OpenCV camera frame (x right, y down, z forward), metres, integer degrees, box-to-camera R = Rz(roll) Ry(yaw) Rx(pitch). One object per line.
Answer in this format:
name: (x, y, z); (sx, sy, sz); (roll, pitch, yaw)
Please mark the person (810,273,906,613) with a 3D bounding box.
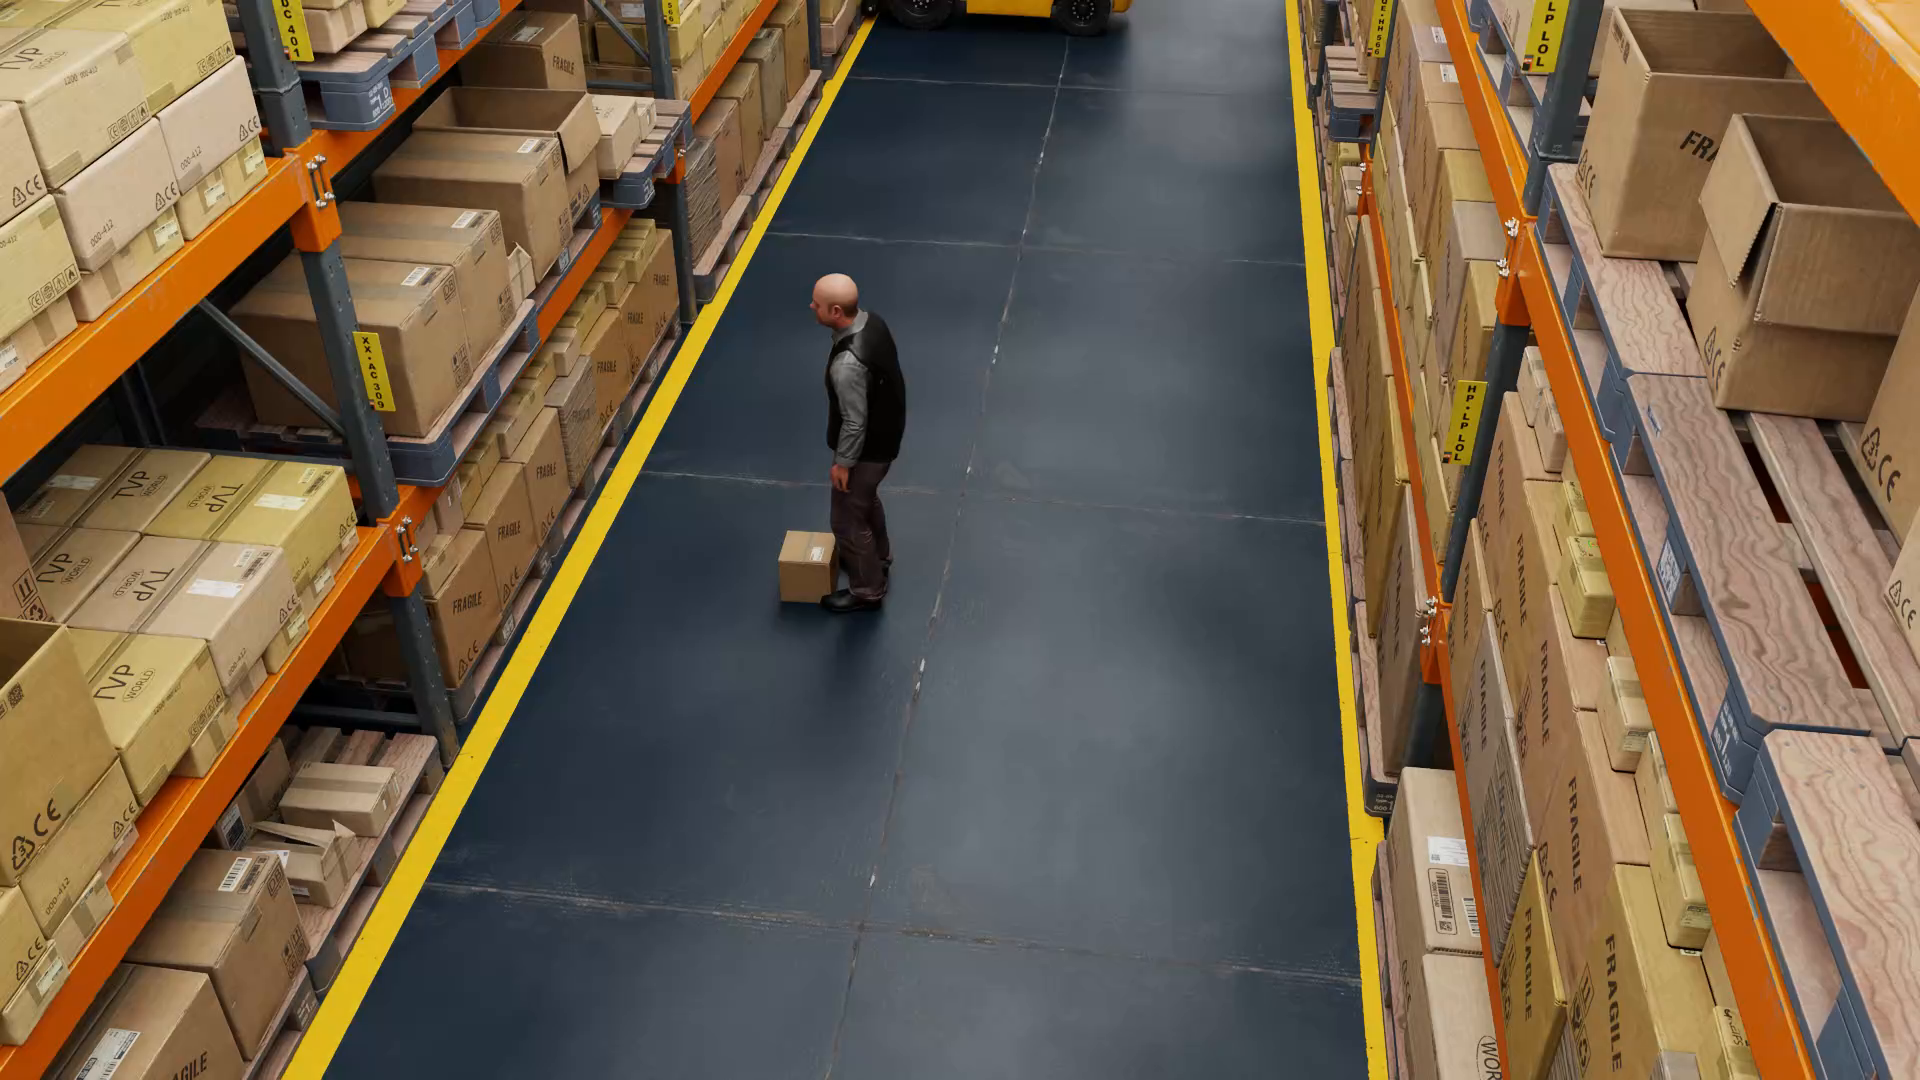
person: (-0.455, -0.449, 7.681); (0.421, 1.720, 0.580); (4, 36, 6)
